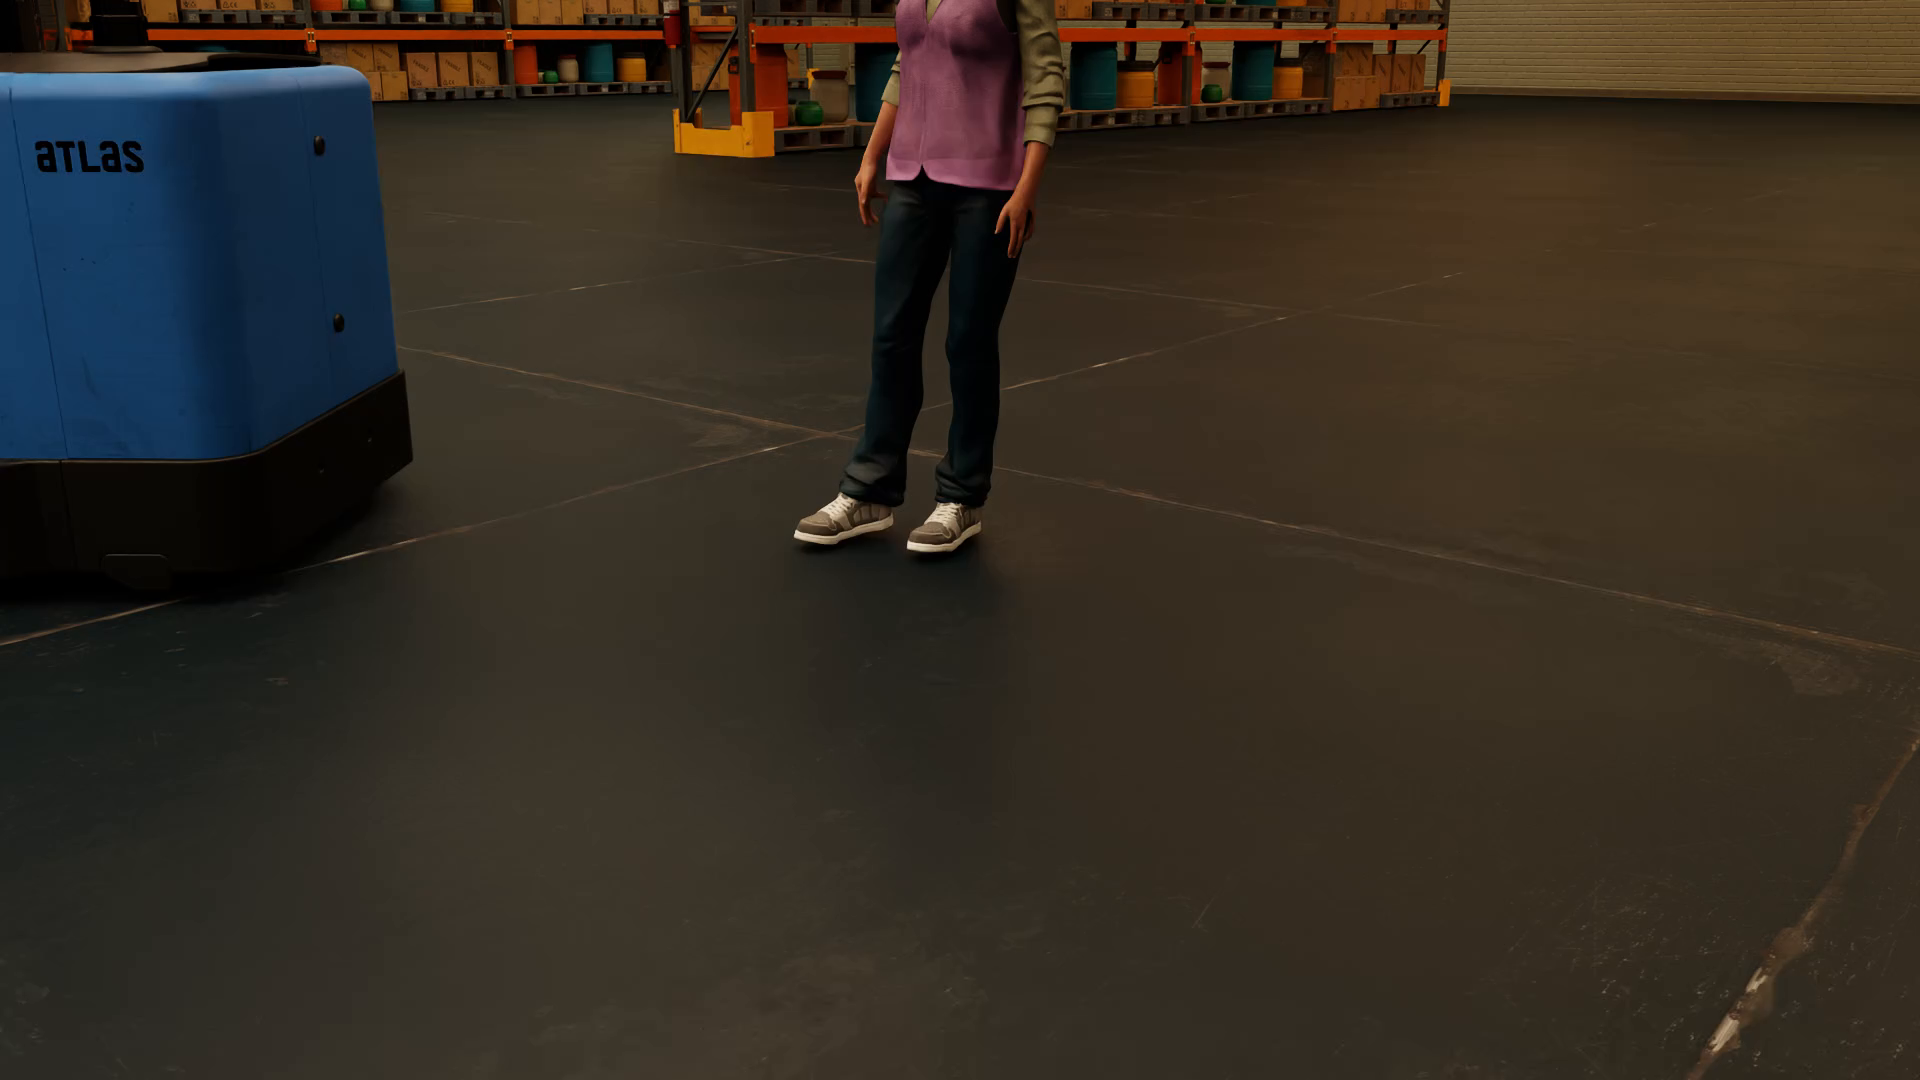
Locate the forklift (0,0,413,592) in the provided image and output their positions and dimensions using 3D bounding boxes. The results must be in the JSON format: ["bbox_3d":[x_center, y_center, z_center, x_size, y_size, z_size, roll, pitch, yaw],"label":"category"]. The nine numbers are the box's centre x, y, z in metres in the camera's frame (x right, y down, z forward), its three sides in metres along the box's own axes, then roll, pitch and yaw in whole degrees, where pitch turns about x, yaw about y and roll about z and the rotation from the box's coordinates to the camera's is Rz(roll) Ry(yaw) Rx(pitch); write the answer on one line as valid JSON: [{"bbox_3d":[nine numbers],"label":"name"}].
[{"bbox_3d":[-2.964,-1.425,3.590,3.031,2.935,1.130,0,17,1],"label":"forklift"}]

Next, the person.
[{"bbox_3d":[-0.058,-0.757,3.662,0.520,1.596,0.476,13,21,37],"label":"person"}]
